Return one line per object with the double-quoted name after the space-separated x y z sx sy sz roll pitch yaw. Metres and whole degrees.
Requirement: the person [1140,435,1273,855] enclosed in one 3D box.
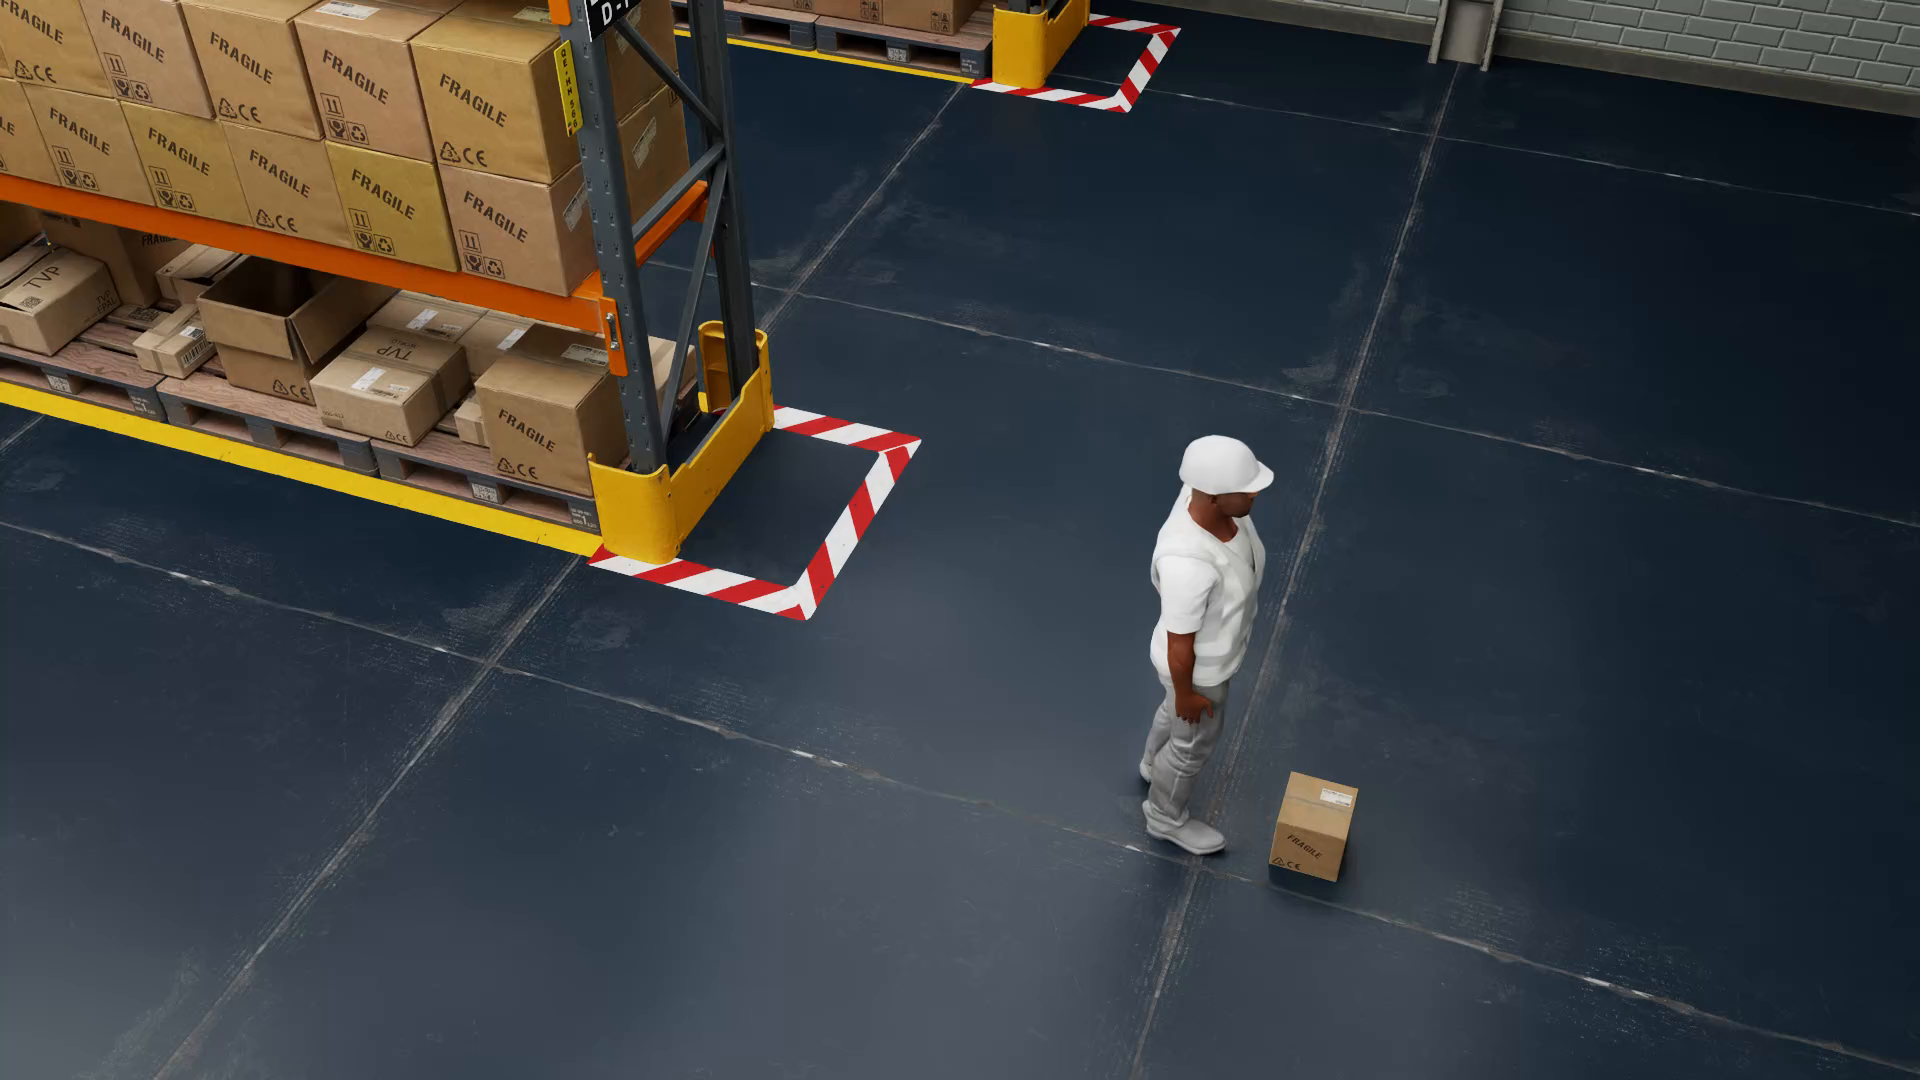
0.838 0.398 5.754 0.406 1.849 0.567 14 43 16 "person"
